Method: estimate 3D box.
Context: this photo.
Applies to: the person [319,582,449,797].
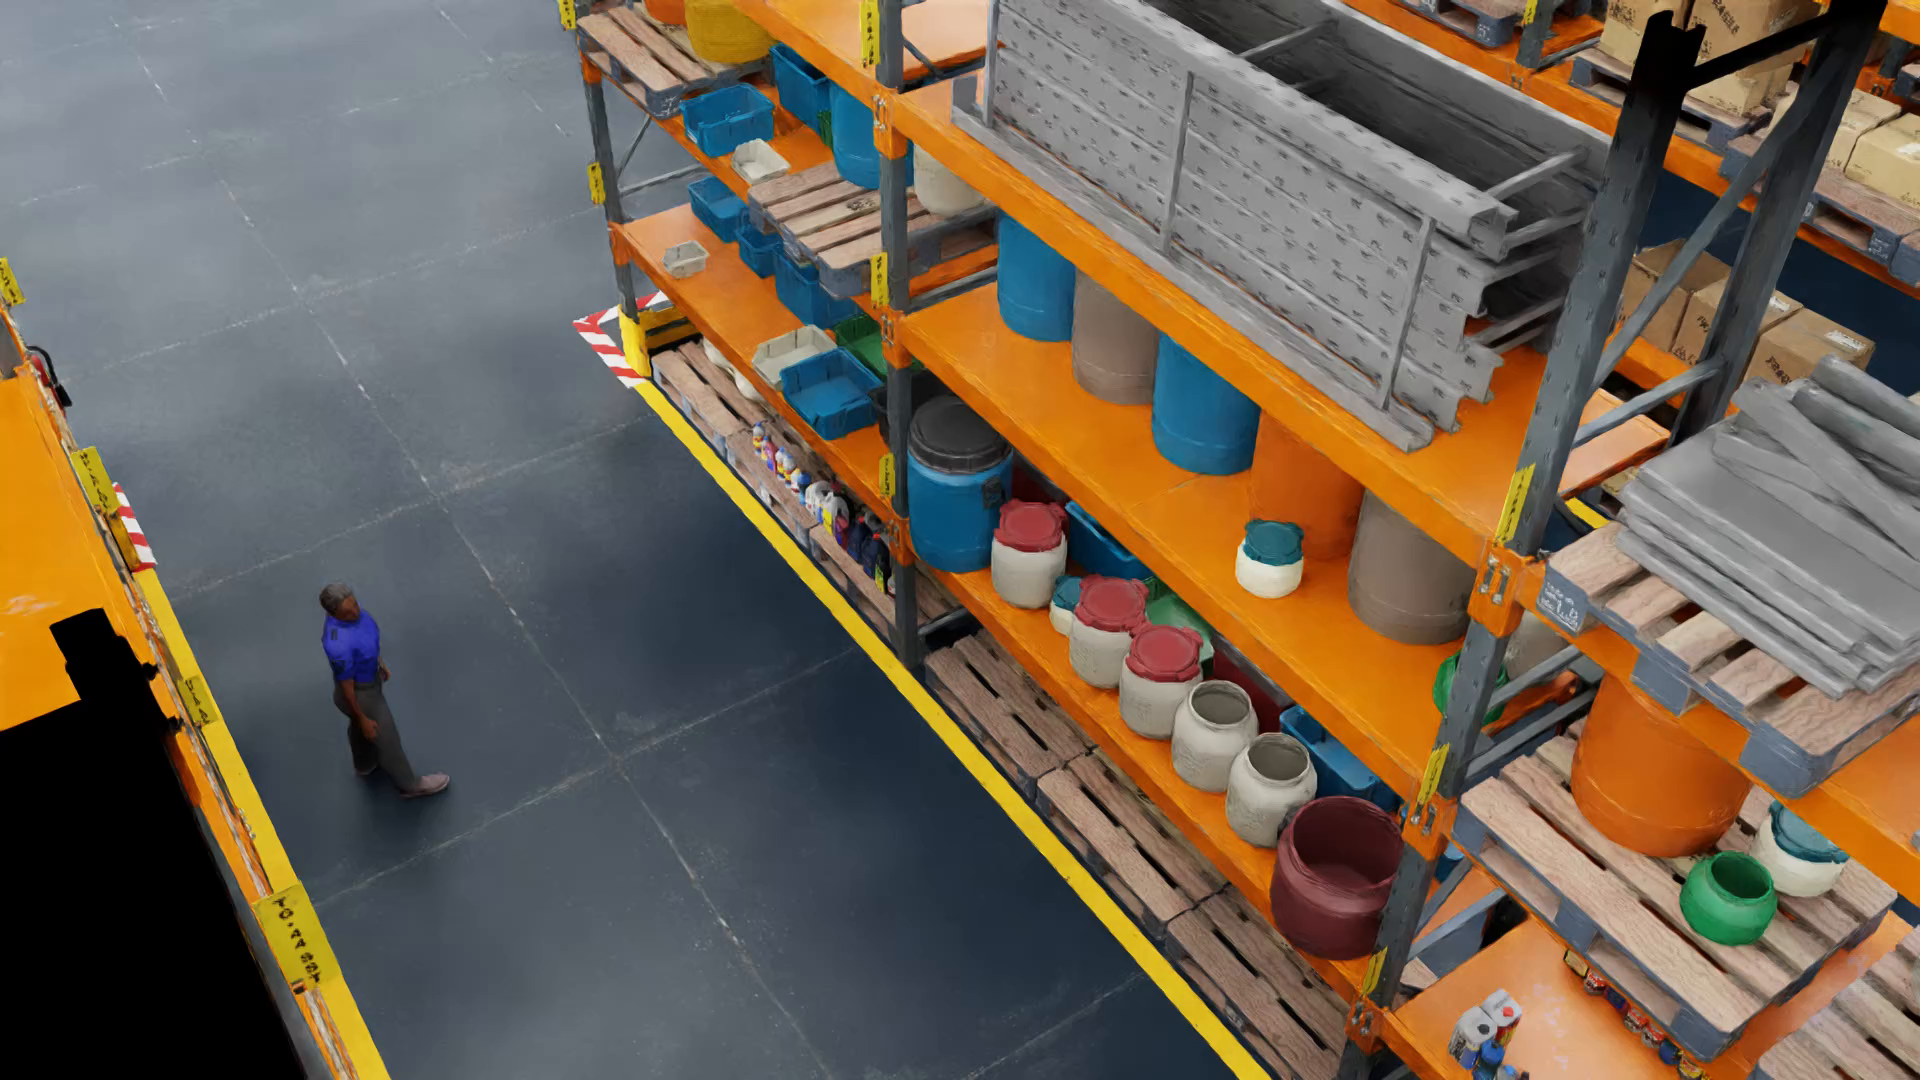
[{"bbox_3d":[-3.399,0.895,9.640,0.555,1.530,0.587,-9,43,-10],"label":"person"}]
